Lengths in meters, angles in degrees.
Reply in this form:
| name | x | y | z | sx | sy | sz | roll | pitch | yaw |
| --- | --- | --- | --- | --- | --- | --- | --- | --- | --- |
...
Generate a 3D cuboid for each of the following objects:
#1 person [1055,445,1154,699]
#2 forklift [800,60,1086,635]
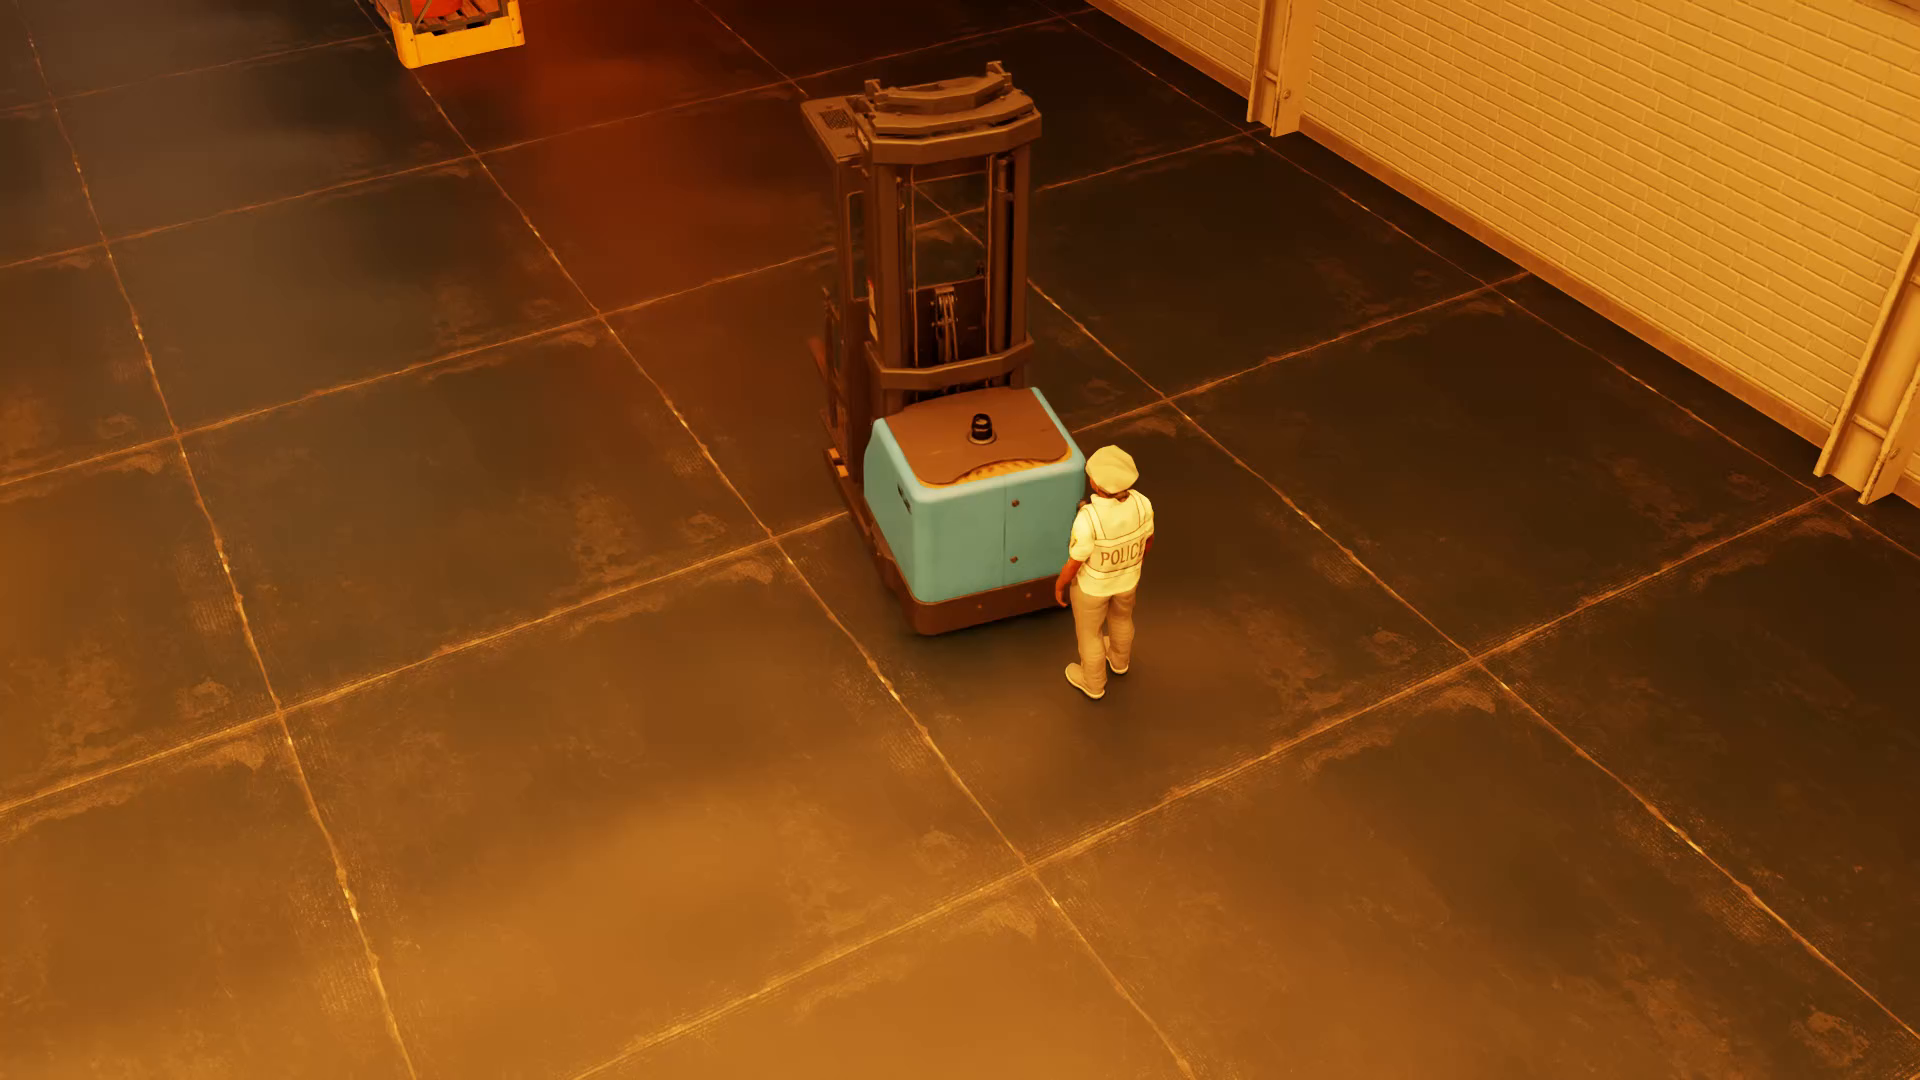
| name | x | y | z | sx | sy | sz | roll | pitch | yaw |
| --- | --- | --- | --- | --- | --- | --- | --- | --- | --- |
| person | 0.742 | 0.150 | 8.812 | 0.568 | 1.694 | 0.530 | -17 | 43 | -20 |
| forklift | -0.252 | -1.528 | 9.879 | 1.130 | 2.935 | 3.031 | -13 | 41 | -15 |
